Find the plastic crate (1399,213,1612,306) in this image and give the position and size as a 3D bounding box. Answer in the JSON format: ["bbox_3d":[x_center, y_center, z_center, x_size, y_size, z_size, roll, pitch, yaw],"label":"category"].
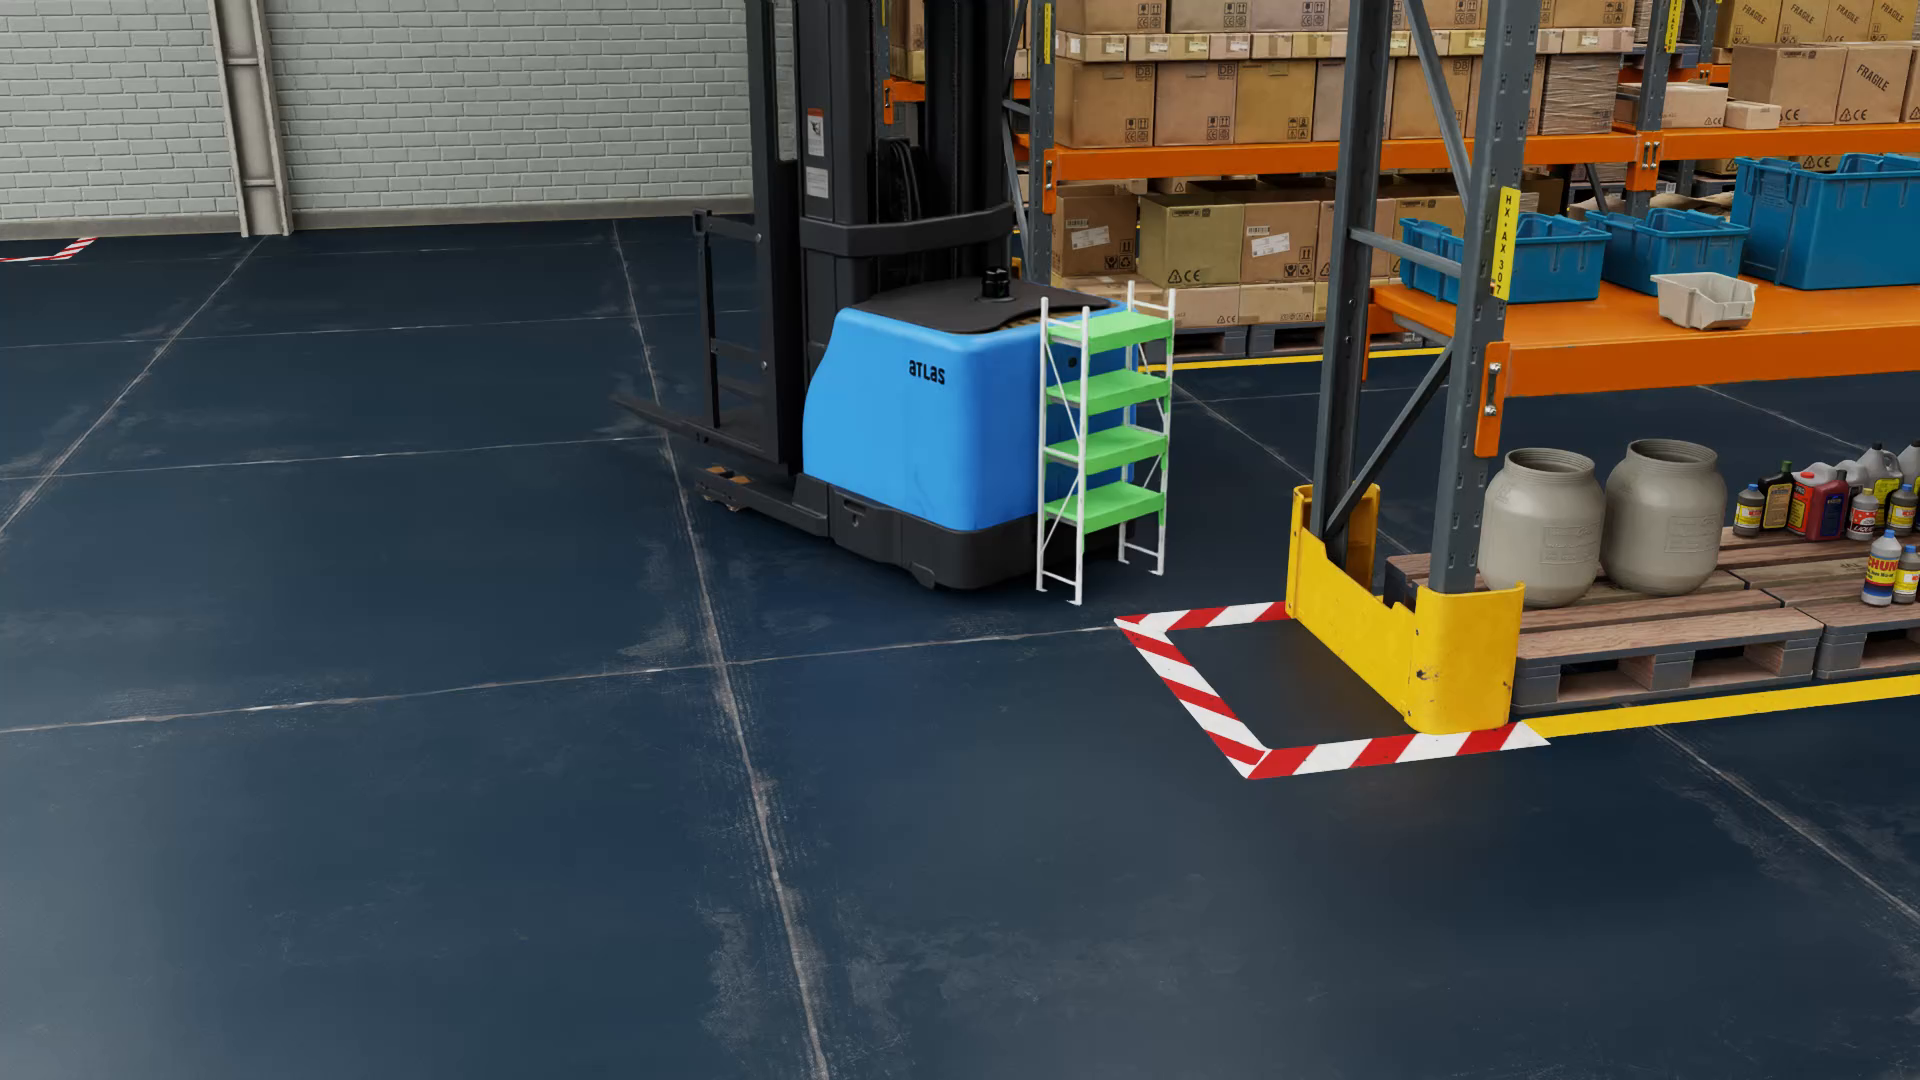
[{"bbox_3d":[1.925,-1.011,5.930,0.616,0.251,0.499,-5,21,-12],"label":"plastic crate"}]

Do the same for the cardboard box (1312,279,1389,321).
[{"bbox_3d":[2.404,-1.592,10.686,0.500,0.250,0.500,-5,21,-12],"label":"cardboard box"}]

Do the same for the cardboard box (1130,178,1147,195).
[{"bbox_3d":[1.559,-3.322,15.528,0.250,0.149,0.380,-6,21,-17],"label":"cardboard box"}]

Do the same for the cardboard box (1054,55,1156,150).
[{"bbox_3d":[0.828,-2.679,10.122,0.500,0.500,0.700,-5,21,-12],"label":"cardboard box"}]

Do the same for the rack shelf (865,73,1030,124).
[{"bbox_3d":[1.174,-4.078,15.132,4.000,0.370,1.077,-5,21,-12],"label":"rack shelf"}]

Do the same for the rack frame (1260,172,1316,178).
[{"bbox_3d":[3.120,-4.574,15.440,0.127,3.000,1.000,-5,21,-12],"label":"rack frame"}]

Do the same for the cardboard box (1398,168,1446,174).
[{"bbox_3d":[4.324,-3.728,16.126,0.500,0.500,0.700,-5,21,-14],"label":"cardboard box"}]

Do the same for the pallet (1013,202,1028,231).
[{"bbox_3d":[0.100,-3.007,15.215,1.213,0.211,1.003,-5,21,-12],"label":"pallet"}]

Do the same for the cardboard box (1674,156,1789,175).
[{"bbox_3d":[7.758,-4.093,16.641,0.750,0.750,0.750,-5,21,-13],"label":"cardboard box"}]

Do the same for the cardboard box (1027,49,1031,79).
[{"bbox_3d":[0.774,-4.213,14.643,0.500,0.250,0.500,-5,21,-13],"label":"cardboard box"}]

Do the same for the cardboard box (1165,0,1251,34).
[{"bbox_3d":[1.390,-3.336,10.029,0.500,0.500,0.700,-5,21,-14],"label":"cardboard box"}]

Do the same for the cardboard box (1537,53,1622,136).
[{"bbox_3d":[3.833,-2.926,10.796,0.500,0.500,0.700,-5,21,-14],"label":"cardboard box"}]

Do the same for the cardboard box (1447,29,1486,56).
[{"bbox_3d":[3.057,-3.094,10.313,0.250,0.149,0.380,-5,21,-13],"label":"cardboard box"}]

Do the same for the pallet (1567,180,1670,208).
[{"bbox_3d":[6.252,-3.520,16.617,1.213,0.211,1.003,-5,21,-12],"label":"pallet"}]

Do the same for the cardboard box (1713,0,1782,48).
[{"bbox_3d":[7.544,-5.039,16.104,0.500,0.500,0.500,-4,21,-11],"label":"cardboard box"}]

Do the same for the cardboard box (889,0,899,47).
[{"bbox_3d":[-0.363,-4.657,14.765,0.500,0.500,0.500,-5,21,-13],"label":"cardboard box"}]

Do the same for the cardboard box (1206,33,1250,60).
[{"bbox_3d":[1.548,-2.970,9.974,0.250,0.149,0.380,-5,21,-13],"label":"cardboard box"}]

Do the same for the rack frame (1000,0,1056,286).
[{"bbox_3d":[0.371,-2.600,10.050,0.127,3.000,1.000,-5,21,-12],"label":"rack frame"}]

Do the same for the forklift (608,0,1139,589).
[{"bbox_3d":[-0.595,-1.607,7.441,1.130,2.935,3.031,-17,26,-39],"label":"forklift"}]

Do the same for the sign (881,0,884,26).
[{"bbox_3d":[-0.648,-4.482,13.931,0.005,0.325,0.100,-5,21,-12],"label":"sign"}]

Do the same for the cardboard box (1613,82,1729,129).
[{"bbox_3d":[4.732,-2.899,11.086,0.500,0.250,0.500,-3,20,-9],"label":"cardboard box"}]

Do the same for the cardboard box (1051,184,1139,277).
[{"bbox_3d":[0.824,-2.000,10.710,0.500,0.500,0.500,-5,21,-12],"label":"cardboard box"}]

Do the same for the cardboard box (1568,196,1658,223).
[{"bbox_3d":[4.592,-2.214,11.568,0.500,0.311,0.500,-5,21,-12],"label":"cardboard box"}]

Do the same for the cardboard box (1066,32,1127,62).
[{"bbox_3d":[0.802,-2.910,9.809,0.250,0.149,0.380,-5,21,-13],"label":"cardboard box"}]

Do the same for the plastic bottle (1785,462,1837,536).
[{"bbox_3d":[3.445,-0.172,6.743,0.135,0.276,0.152,-4,21,-12],"label":"plastic bottle"}]

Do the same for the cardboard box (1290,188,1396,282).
[{"bbox_3d":[2.404,-1.944,10.556,0.500,0.500,0.500,-5,21,-12],"label":"cardboard box"}]

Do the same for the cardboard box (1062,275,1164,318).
[{"bbox_3d":[0.944,-1.474,10.363,0.500,0.250,0.500,-5,21,-12],"label":"cardboard box"}]

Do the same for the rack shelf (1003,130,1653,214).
[{"bbox_3d":[2.317,-2.420,10.606,4.000,0.370,1.077,-5,21,-12],"label":"rack shelf"}]

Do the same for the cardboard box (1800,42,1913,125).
[{"bbox_3d":[6.015,-3.100,11.270,0.500,0.500,0.500,-5,21,-12],"label":"cardboard box"}]

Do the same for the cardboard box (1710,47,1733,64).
[{"bbox_3d":[7.386,-4.731,16.204,0.250,0.149,0.380,-5,21,-13],"label":"cardboard box"}]

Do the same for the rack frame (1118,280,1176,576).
[{"bbox_3d":[0.759,-0.446,6.787,0.015,1.200,0.240,-17,26,-39],"label":"rack frame"}]

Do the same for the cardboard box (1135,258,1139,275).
[{"bbox_3d":[1.308,-1.691,10.956,0.500,0.250,0.500,-5,21,-12],"label":"cardboard box"}]

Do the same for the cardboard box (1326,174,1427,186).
[{"bbox_3d":[2.767,-2.163,11.156,0.500,0.500,0.500,-5,21,-12],"label":"cardboard box"}]

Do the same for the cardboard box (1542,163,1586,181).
[{"bbox_3d":[5.796,-3.847,16.450,0.500,0.500,0.700,-5,21,-13],"label":"cardboard box"}]

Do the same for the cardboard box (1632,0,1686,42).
[{"bbox_3d":[6.557,-5.104,16.101,0.500,0.500,0.700,-7,21,-19],"label":"cardboard box"}]

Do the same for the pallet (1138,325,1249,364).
[{"bbox_3d":[1.105,-1.365,10.733,1.213,0.211,1.003,-5,21,-12],"label":"pallet"}]

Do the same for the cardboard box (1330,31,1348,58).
[{"bbox_3d":[2.298,-3.031,10.141,0.250,0.149,0.380,-4,21,-12],"label":"cardboard box"}]

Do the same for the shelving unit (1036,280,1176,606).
[{"bbox_3d":[0.578,-0.390,6.634,0.503,1.200,0.258,-17,26,-39],"label":"shelving unit"}]

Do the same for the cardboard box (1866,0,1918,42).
[{"bbox_3d":[9.044,-5.160,16.434,0.500,0.500,0.500,-4,21,-11],"label":"cardboard box"}]

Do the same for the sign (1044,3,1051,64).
[{"bbox_3d":[0.493,-2.857,9.379,0.005,0.325,0.100,-5,21,-12],"label":"sign"}]

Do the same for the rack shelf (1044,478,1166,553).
[{"bbox_3d":[0.578,-0.104,6.738,0.480,0.148,0.258,-17,26,-39],"label":"rack shelf"}]

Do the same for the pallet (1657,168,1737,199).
[{"bbox_3d":[7.797,-3.618,16.886,1.213,0.211,1.003,-5,21,-12],"label":"pallet"}]

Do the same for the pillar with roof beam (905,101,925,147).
[{"bbox_3d":[0.700,-5.978,10.552,0.400,9.000,9.100,-5,21,-12],"label":"pillar with roof beam"}]

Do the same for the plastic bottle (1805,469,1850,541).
[{"bbox_3d":[3.470,-0.140,6.644,0.133,0.283,0.061,-5,21,-12],"label":"plastic bottle"}]

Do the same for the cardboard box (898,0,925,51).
[{"bbox_3d":[-0.239,-4.486,14.298,0.500,0.500,0.500,-5,21,-12],"label":"cardboard box"}]

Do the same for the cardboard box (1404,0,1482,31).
[{"bbox_3d":[2.854,-3.455,10.354,0.500,0.500,0.700,-5,21,-12],"label":"cardboard box"}]

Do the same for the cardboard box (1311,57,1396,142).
[{"bbox_3d":[2.334,-2.803,10.459,0.500,0.500,0.700,-4,21,-11],"label":"cardboard box"}]

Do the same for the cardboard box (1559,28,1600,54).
[{"bbox_3d":[3.807,-3.156,10.479,0.250,0.149,0.380,-5,21,-14],"label":"cardboard box"}]

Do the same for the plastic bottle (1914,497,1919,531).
[{"bbox_3d":[3.980,-0.164,6.722,0.135,0.276,0.152,-5,21,-12],"label":"plastic bottle"}]

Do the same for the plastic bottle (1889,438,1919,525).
[{"bbox_3d":[3.921,-0.247,6.839,0.185,0.351,0.144,-5,21,-13],"label":"plastic bottle"}]

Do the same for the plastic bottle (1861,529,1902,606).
[{"bbox_3d":[3.343,0.094,6.024,0.097,0.271,0.097,0,20,0],"label":"plastic bottle"}]
